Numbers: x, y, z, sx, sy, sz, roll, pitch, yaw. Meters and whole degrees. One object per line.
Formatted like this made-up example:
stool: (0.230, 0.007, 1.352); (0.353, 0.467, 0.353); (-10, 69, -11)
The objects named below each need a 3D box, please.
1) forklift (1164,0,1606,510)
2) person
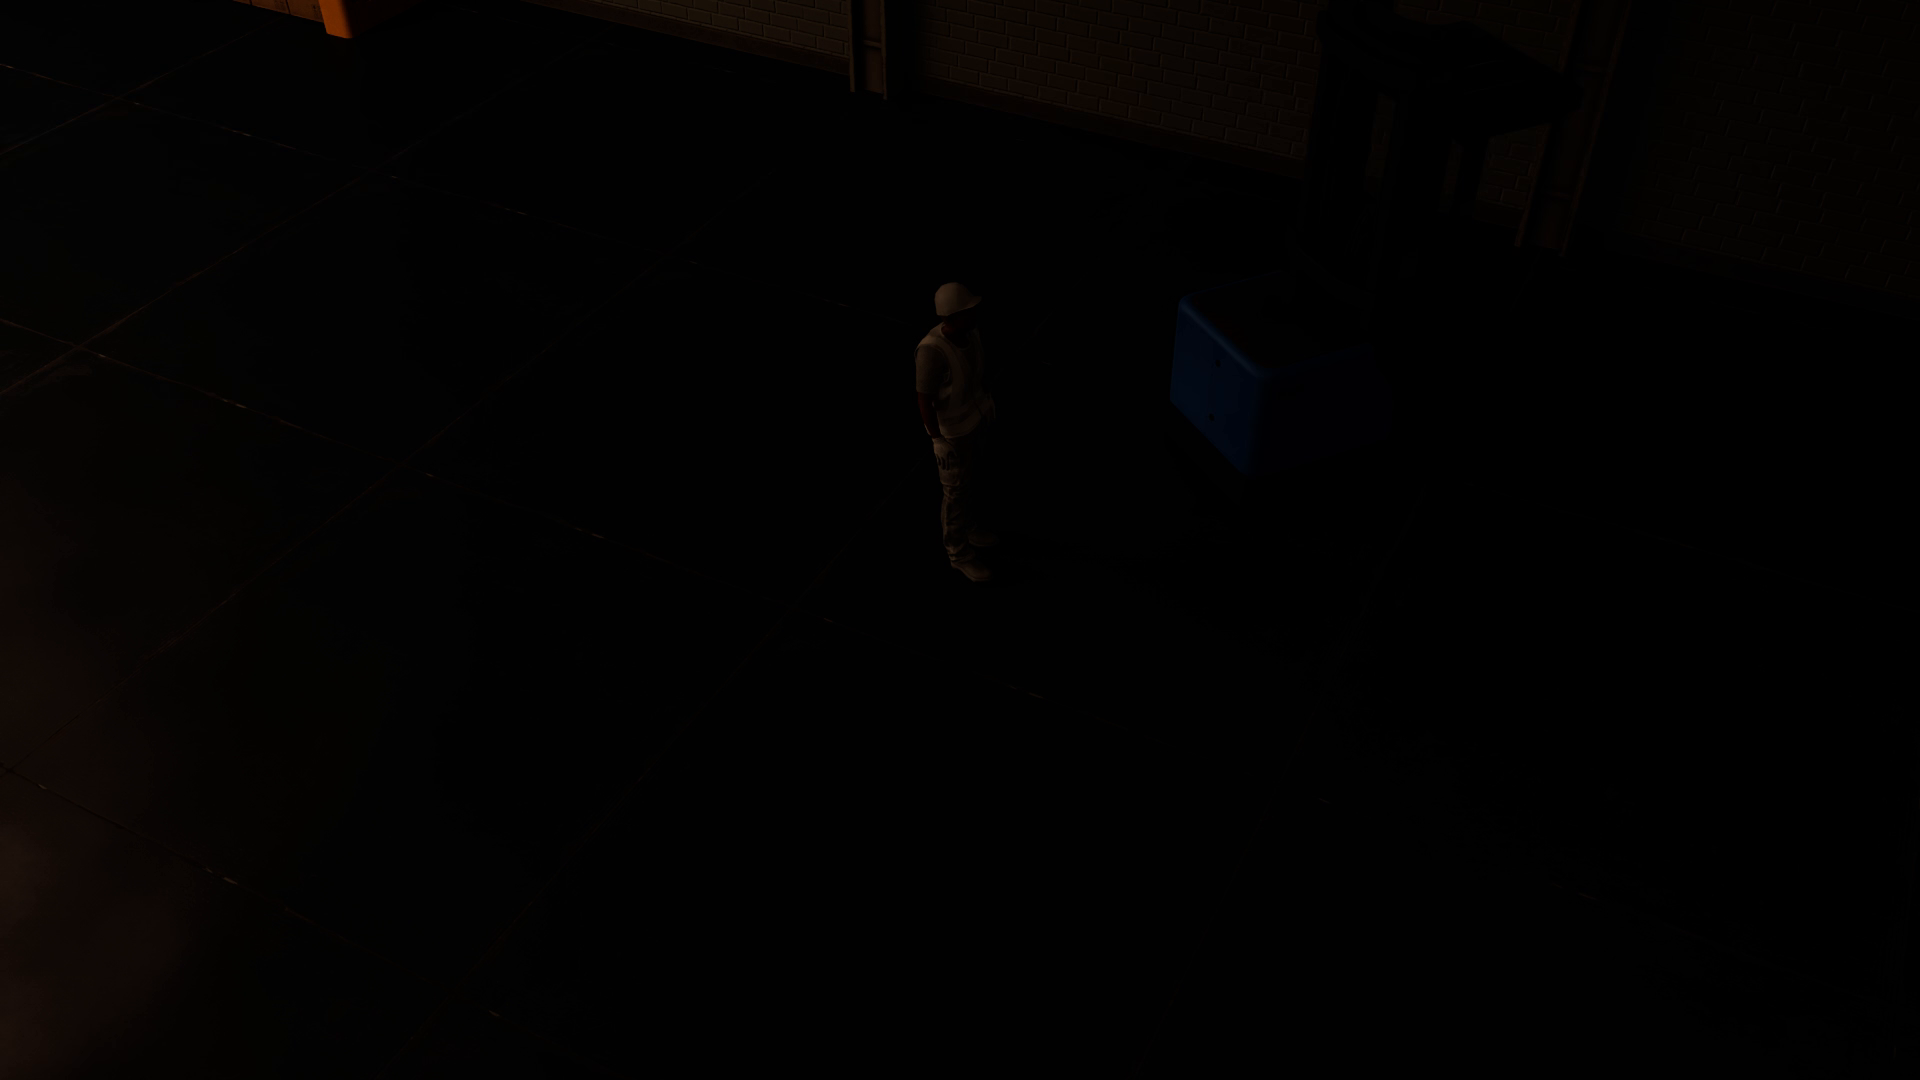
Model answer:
forklift: (2.911, -1.953, 10.305); (3.031, 2.935, 1.130); (-17, 43, -19)
person: (0.060, -0.661, 9.652); (0.577, 1.781, 0.656); (18, 43, 21)
